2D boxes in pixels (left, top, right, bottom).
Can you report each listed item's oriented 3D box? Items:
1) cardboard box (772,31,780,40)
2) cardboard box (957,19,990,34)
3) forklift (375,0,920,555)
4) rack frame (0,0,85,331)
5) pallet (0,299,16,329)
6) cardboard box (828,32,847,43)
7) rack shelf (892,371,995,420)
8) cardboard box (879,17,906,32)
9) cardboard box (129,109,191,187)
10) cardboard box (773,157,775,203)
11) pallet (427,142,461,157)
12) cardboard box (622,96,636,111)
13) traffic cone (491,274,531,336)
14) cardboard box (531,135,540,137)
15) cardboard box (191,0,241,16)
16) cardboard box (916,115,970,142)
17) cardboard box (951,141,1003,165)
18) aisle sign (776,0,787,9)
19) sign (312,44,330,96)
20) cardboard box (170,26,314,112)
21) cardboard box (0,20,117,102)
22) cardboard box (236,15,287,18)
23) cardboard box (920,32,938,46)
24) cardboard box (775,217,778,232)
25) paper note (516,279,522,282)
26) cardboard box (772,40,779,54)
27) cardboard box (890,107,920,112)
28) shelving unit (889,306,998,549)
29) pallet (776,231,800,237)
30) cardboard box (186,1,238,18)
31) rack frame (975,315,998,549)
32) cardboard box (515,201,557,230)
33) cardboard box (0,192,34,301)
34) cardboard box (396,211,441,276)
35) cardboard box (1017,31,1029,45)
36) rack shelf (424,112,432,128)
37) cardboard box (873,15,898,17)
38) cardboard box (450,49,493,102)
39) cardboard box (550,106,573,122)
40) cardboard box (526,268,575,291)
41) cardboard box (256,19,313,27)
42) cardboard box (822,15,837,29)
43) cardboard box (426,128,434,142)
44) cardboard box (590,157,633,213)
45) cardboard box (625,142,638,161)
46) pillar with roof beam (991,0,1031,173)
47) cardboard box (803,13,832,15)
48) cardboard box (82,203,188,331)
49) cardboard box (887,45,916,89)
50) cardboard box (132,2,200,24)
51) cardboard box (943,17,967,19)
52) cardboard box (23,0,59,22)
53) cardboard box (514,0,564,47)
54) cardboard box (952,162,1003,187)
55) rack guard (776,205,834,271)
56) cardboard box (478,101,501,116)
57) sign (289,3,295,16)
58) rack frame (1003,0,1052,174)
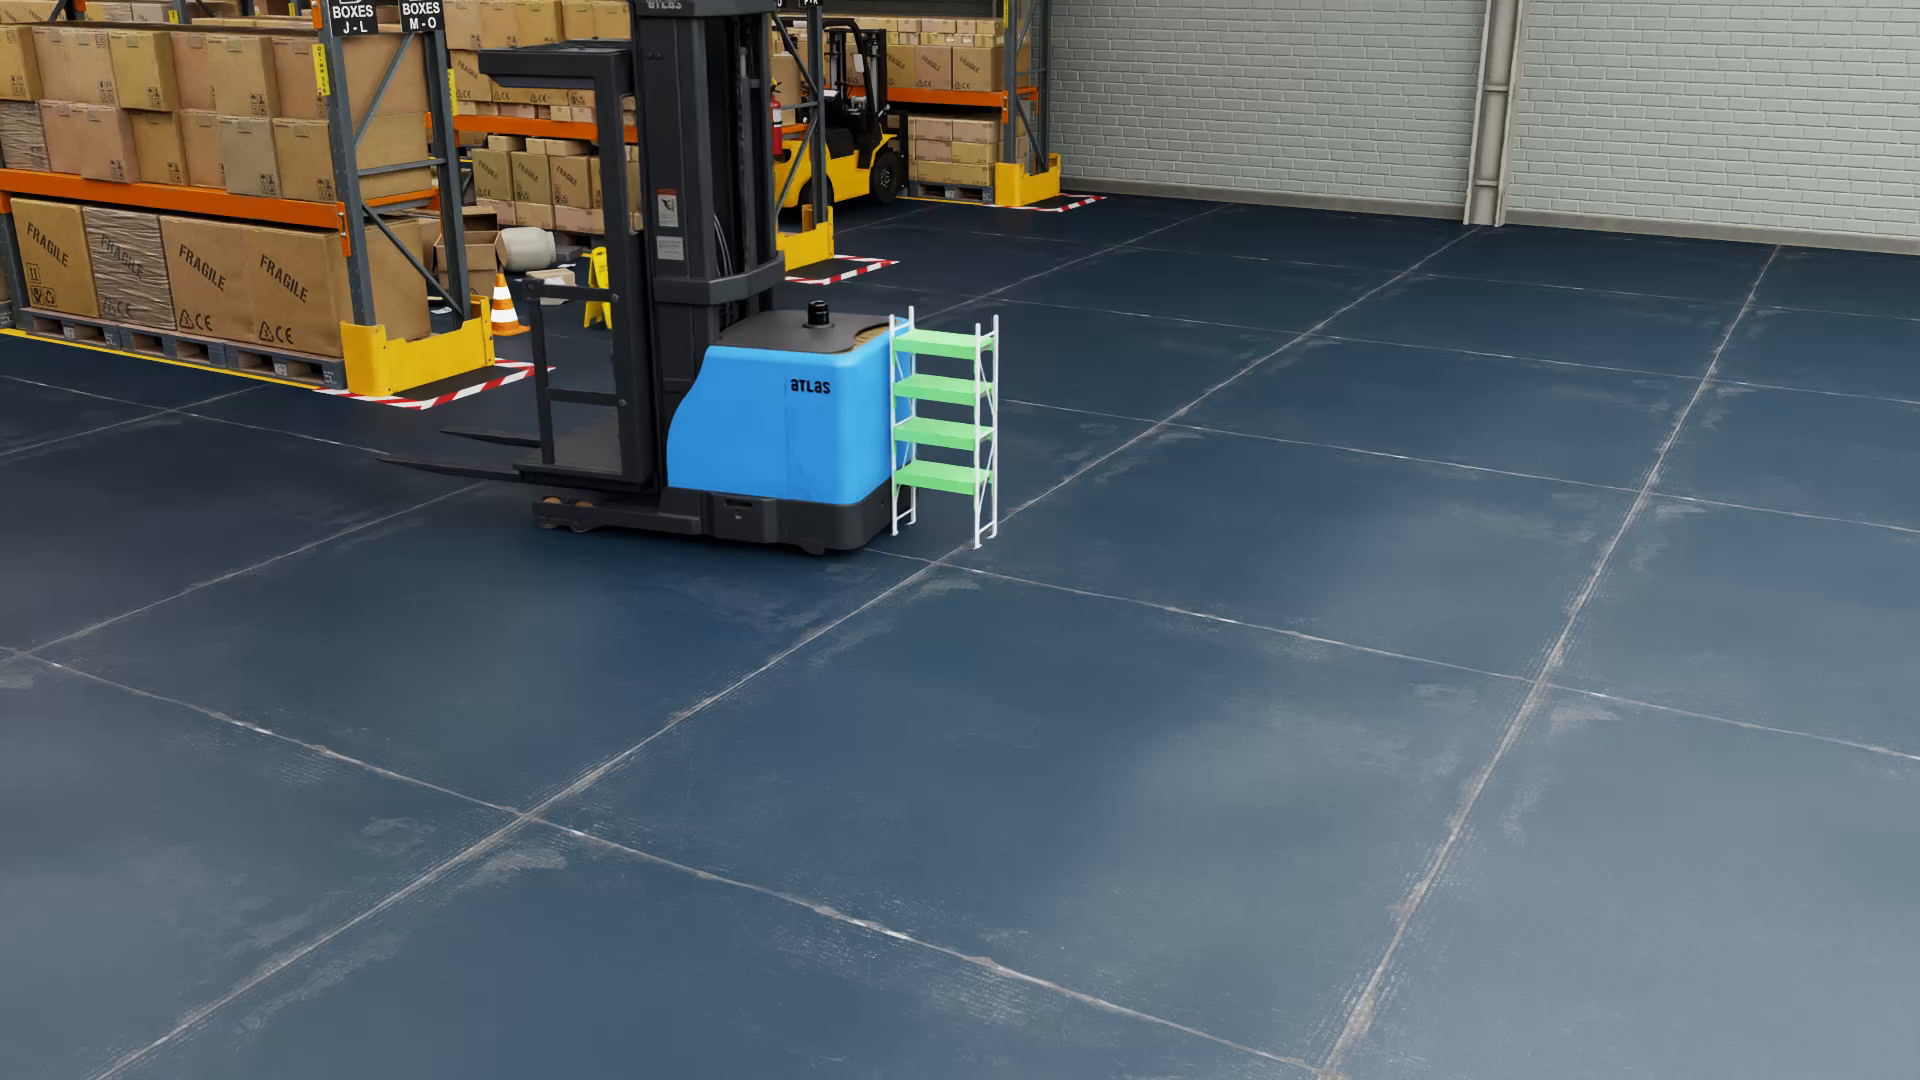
[{"bbox_3d":[-2.307,-6.417,21.060,0.250,0.149,0.380,11,23,29],"label":"cardboard box"},{"bbox_3d":[0.162,-6.094,19.733,0.250,0.149,0.380,11,23,27],"label":"cardboard box"},{"bbox_3d":[-1.802,-1.581,8.924,3.031,2.935,1.130,6,21,17],"label":"forklift"},{"bbox_3d":[-7.427,-3.271,13.483,0.127,3.000,1.000,11,23,27],"label":"rack frame"},{"bbox_3d":[-8.138,-2.066,14.250,1.213,0.211,1.003,11,23,27],"label":"pallet"},{"bbox_3d":[-1.431,-6.239,20.567,0.250,0.149,0.380,10,22,26],"label":"cardboard box"},{"bbox_3d":[-0.083,-0.754,8.669,0.480,0.148,0.258,9,22,24],"label":"rack shelf"},{"bbox_3d":[-0.771,-6.245,20.149,0.250,0.149,0.380,11,23,28],"label":"cardboard box"},{"bbox_3d":[-5.683,-3.015,12.559,0.500,0.550,0.875,11,23,27],"label":"cardboard box"},{"bbox_3d":[-2.200,-3.573,16.634,0.500,0.500,0.500,10,22,26],"label":"cardboard box"},{"bbox_3d":[-7.871,-5.932,24.910,1.213,0.211,1.003,11,23,27],"label":"pallet"},{"bbox_3d":[-3.088,-4.460,16.178,0.500,0.500,0.500,11,23,27],"label":"cardboard box"},{"bbox_3d":[-3.706,-1.924,13.490,0.334,0.463,0.336,11,23,27],"label":"traffic cone"},{"bbox_3d":[-5.638,-5.878,23.537,0.625,0.625,0.875,12,23,29],"label":"cardboard box"},{"bbox_3d":[-11.586,-8.252,25.899,0.500,0.500,0.500,11,23,29],"label":"cardboard box"},{"bbox_3d":[-0.195,-5.016,20.244,0.500,0.250,0.500,11,23,28],"label":"cardboard box"},{"bbox_3d":[0.231,-4.702,20.112,0.500,0.250,0.500,10,22,27],"label":"cardboard box"},{"bbox_3d":[-1.697,-5.221,15.048,0.004,0.787,0.394,11,23,27],"label":"aisle sign"},{"bbox_3d":[-4.212,-3.102,10.972,0.005,0.325,0.100,11,23,27],"label":"sign"},{"bbox_3d":[-5.188,-3.454,12.186,0.550,0.550,0.875,11,23,27],"label":"cardboard box"},{"bbox_3d":[-7.122,-3.777,13.076,0.550,0.550,0.875,11,23,27],"label":"cardboard box"},{"bbox_3d":[-8.061,-5.818,19.306,0.500,0.500,0.500,10,22,26],"label":"cardboard box"},{"bbox_3d":[-0.276,-6.040,20.019,0.250,0.149,0.380,11,22,27],"label":"cardboard box"},{"bbox_3d":[-2.179,-3.217,16.752,0.500,0.250,0.500,11,22,27],"label":"cardboard box"},{"bbox_3d":[-4.074,-2.445,15.578,0.148,0.019,0.142,-16,26,-38],"label":"paper note"},{"bbox_3d":[-2.424,-6.135,21.232,0.500,0.500,0.500,10,22,26],"label":"cardboard box"},{"bbox_3d":[-0.833,-5.341,21.140,0.500,0.250,0.500,10,22,26],"label":"cardboard box"},{"bbox_3d":[-0.083,-0.589,8.729,0.503,1.200,0.258,9,22,24],"label":"shelving unit"},{"bbox_3d":[-2.368,-2.943,16.669,1.213,0.211,1.003,11,23,27],"label":"pallet"},{"bbox_3d":[-8.905,-6.098,19.664,0.500,0.500,0.500,10,22,26],"label":"cardboard box"},{"bbox_3d":[0.136,-0.552,8.628,0.015,1.200,0.240,9,22,24],"label":"rack frame"},{"bbox_3d":[-4.247,-3.402,17.261,0.500,0.250,0.500,12,23,30],"label":"cardboard box"},{"bbox_3d":[-8.013,-2.487,14.005,0.750,0.750,1.050,11,23,27],"label":"cardboard box"},{"bbox_3d":[-5.198,-2.678,15.310,0.503,0.637,0.797,11,23,27],"label":"cardboard box"},{"bbox_3d":[0.638,-6.060,20.074,0.250,0.149,0.380,10,22,26],"label":"cardboard box"},{"bbox_3d":[-6.848,-4.755,18.631,4.000,0.370,1.077,11,23,27],"label":"rack shelf"},{"bbox_3d":[-0.950,-6.494,20.835,0.250,0.149,0.380,12,23,29],"label":"cardboard box"},{"bbox_3d":[-4.853,-4.792,17.093,0.500,0.500,0.500,11,23,27],"label":"cardboard box"},{"bbox_3d":[-3.871,-4.280,16.632,0.250,0.149,0.380,11,23,28],"label":"cardboard box"},{"bbox_3d":[-3.738,-2.372,15.186,0.380,0.149,0.250,-11,23,-29],"label":"cardboard box"},{"bbox_3d":[-7.388,-5.496,18.419,0.500,0.500,0.500,11,23,28],"label":"cardboard box"},{"bbox_3d":[-1.637,-6.425,20.644,0.250,0.149,0.380,10,22,26],"label":"cardboard box"},{"bbox_3d":[-7.540,-6.106,24.348,0.500,0.500,0.500,12,23,30],"label":"cardboard box"},{"bbox_3d":[-3.331,-3.581,16.654,0.500,0.500,0.500,10,22,26],"label":"cardboard box"},{"bbox_3d":[-3.236,-3.842,16.423,0.250,0.149,0.380,12,23,30],"label":"cardboard box"},{"bbox_3d":[-1.460,-7.497,16.336,0.400,9.000,9.100,11,23,27],"label":"pillar with roof beam"},{"bbox_3d":[-1.822,-6.674,21.331,0.250,0.149,0.380,11,22,27],"label":"cardboard box"},{"bbox_3d":[-6.124,-2.195,13.017,0.875,0.875,0.875,11,23,28],"label":"cardboard box"},{"bbox_3d":[-0.646,-5.799,20.306,0.500,0.500,0.500,10,22,26],"label":"cardboard box"},{"bbox_3d":[-9.173,-5.951,19.260,0.500,0.500,0.500,10,22,26],"label":"cardboard box"},{"bbox_3d":[-0.039,-6.324,20.367,0.250,0.149,0.380,11,23,28],"label":"cardboard box"},{"bbox_3d":[-10.947,-6.289,20.191,0.500,0.500,0.500,10,22,26],"label":"cardboard box"},{"bbox_3d":[-3.963,-5.097,16.469,0.500,0.500,0.700,10,22,26],"label":"cardboard box"},{"bbox_3d":[0.244,-4.463,20.186,0.500,0.250,0.500,11,23,28],"label":"cardboard box"},{"bbox_3d":[-1.676,-2.933,16.219,0.348,0.500,1.175,11,23,27],"label":"rack guard"},{"bbox_3d":[-4.737,-4.469,17.153,0.250,0.149,0.380,12,23,29],"label":"cardboard box"},{"bbox_3d":[-9.926,-7.814,24.738,0.005,0.325,0.100,11,23,27],"label":"sign"},{"bbox_3d":[0.808,-5.574,19.833,0.127,3.000,1.000,11,23,27],"label":"rack frame"}]
